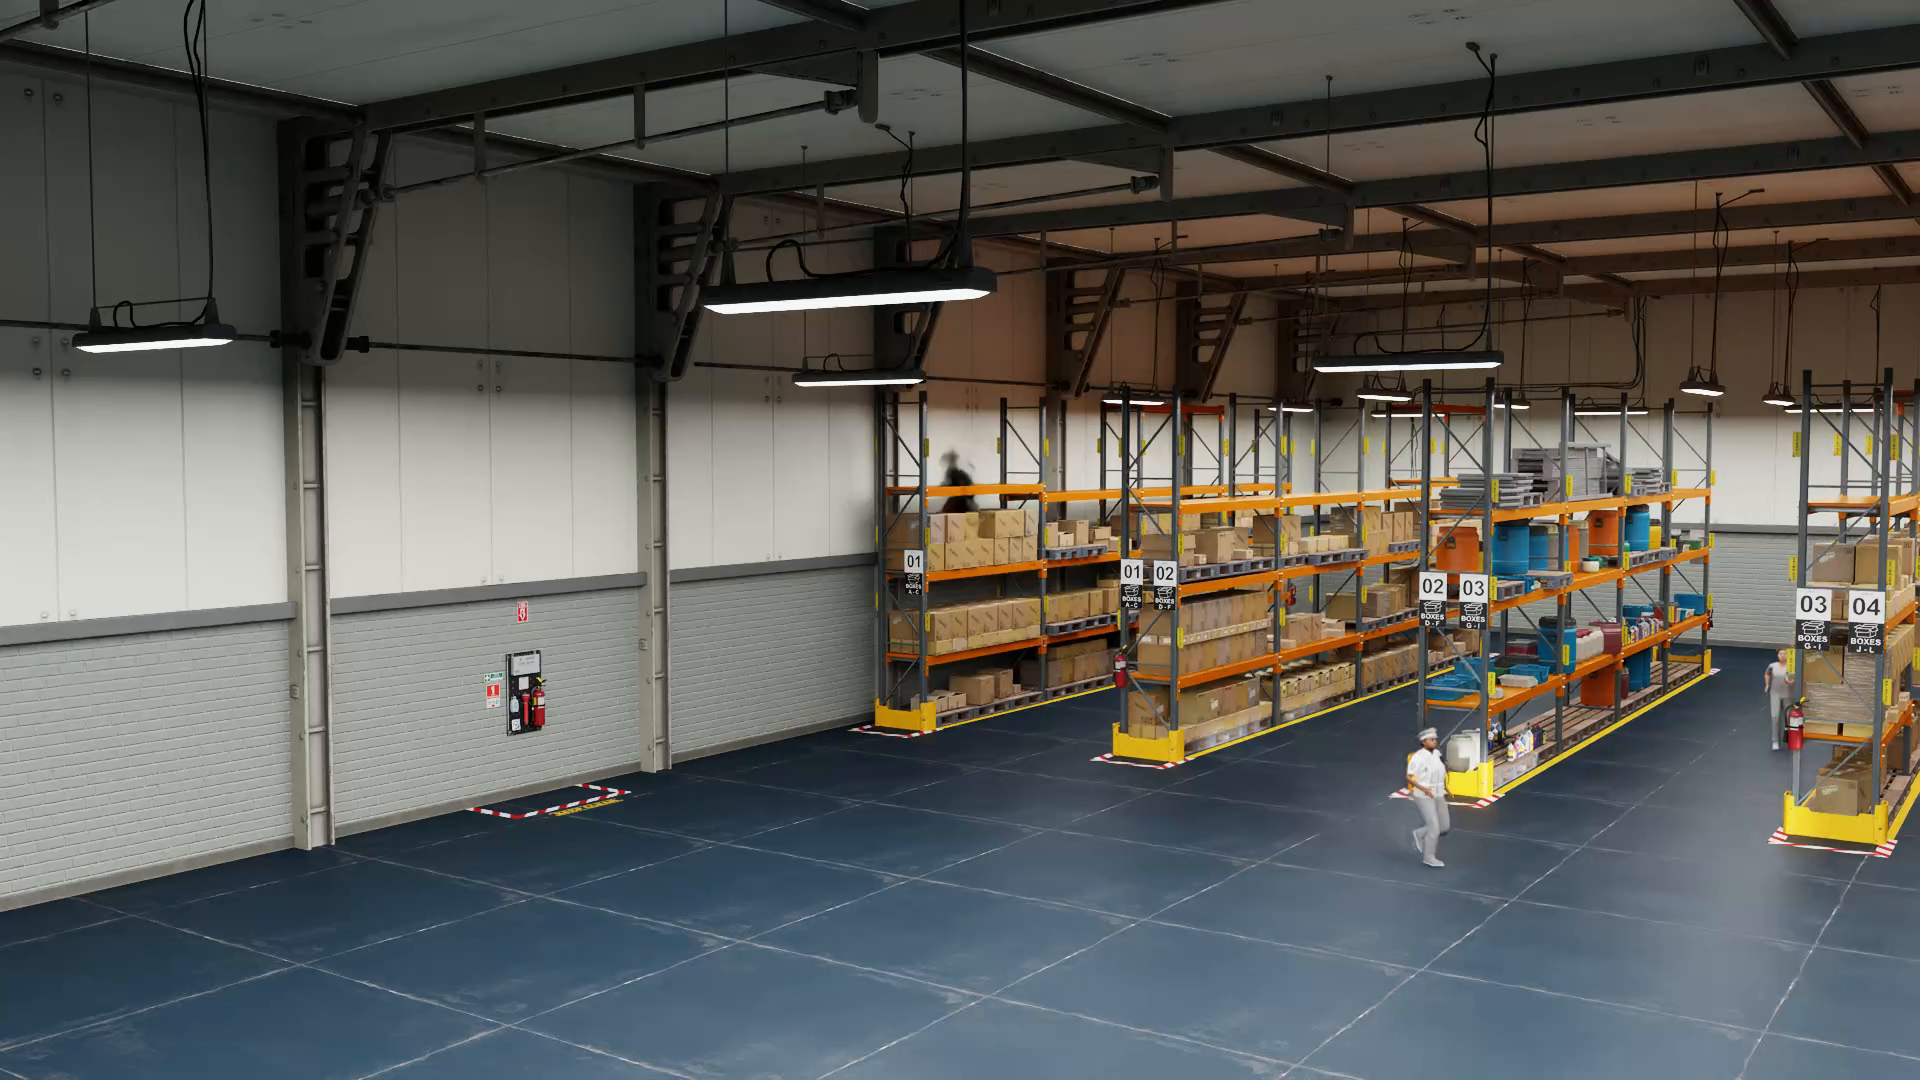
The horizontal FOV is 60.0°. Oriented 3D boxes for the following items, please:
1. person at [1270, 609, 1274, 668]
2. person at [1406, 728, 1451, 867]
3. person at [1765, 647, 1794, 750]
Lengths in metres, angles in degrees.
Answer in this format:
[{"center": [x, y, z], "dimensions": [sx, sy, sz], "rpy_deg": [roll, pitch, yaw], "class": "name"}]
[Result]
[{"center": [6.589, 2.253, 34.545], "dimensions": [0.601, 1.690, 0.872], "rpy_deg": [2, 4, 26], "class": "person"}, {"center": [5.612, 3.065, 19.981], "dimensions": [0.574, 1.650, 0.587], "rpy_deg": [-2, 4, -29], "class": "person"}, {"center": [13.656, 2.608, 27.627], "dimensions": [0.564, 1.655, 0.959], "rpy_deg": [2, 4, 31], "class": "person"}]
